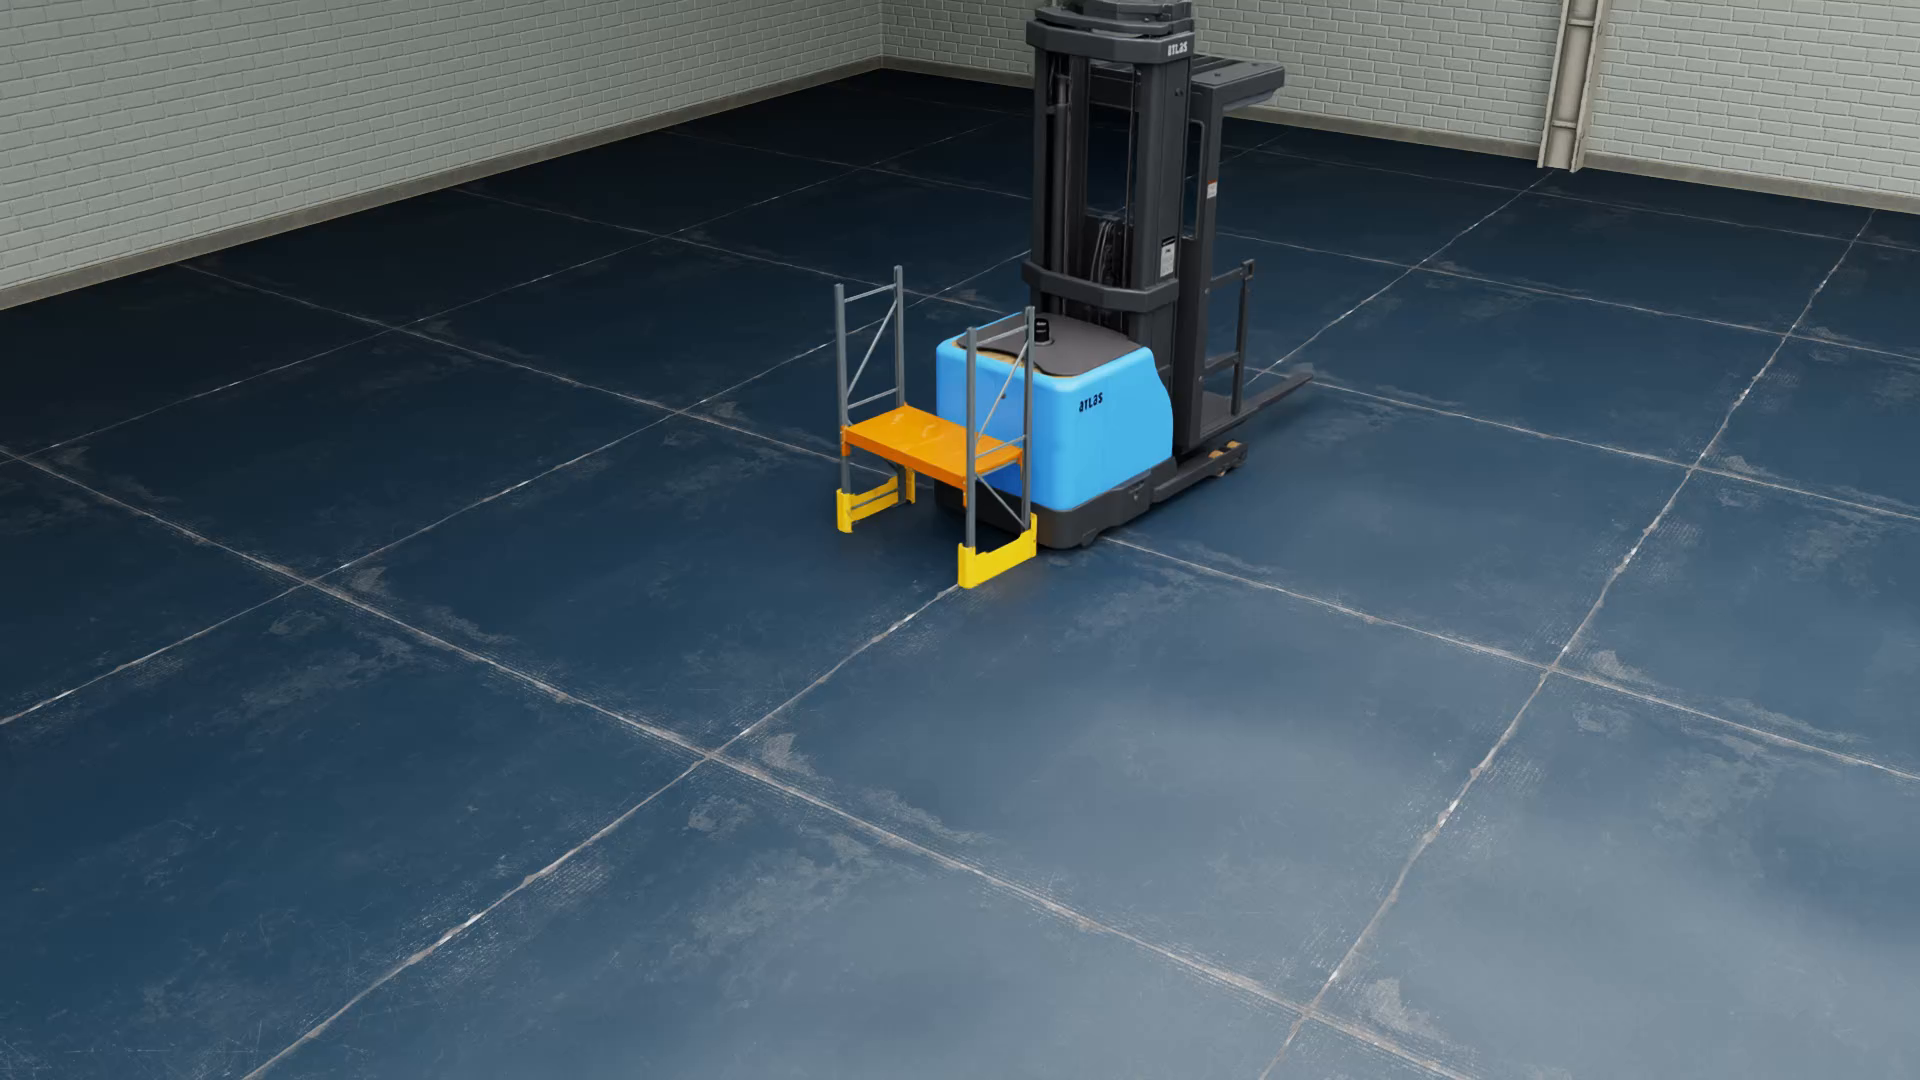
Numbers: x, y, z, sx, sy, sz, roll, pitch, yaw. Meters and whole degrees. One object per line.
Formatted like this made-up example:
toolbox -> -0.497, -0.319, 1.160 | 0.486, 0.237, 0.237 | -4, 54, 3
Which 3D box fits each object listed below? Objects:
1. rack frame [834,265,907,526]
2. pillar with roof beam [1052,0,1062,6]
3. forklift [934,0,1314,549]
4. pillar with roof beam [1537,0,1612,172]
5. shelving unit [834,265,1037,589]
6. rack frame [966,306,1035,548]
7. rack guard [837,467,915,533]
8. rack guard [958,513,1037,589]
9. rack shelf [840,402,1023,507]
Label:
rack frame -> -0.513, -0.822, 9.712 | 0.032, 1.500, 0.500 | 24, 35, 38
pillar with roof beam -> -1.087, -7.860, 15.274 | 0.400, 9.000, 9.100 | 17, 32, 30
forklift -> 1.198, -1.842, 10.137 | 1.130, 2.935, 3.031 | 22, 34, 36
pillar with roof beam -> 3.858, -6.319, 12.246 | 0.400, 9.000, 9.100 | 17, 32, 30
shelving unit -> -0.142, -0.659, 9.391 | 1.083, 1.500, 0.587 | 24, 35, 38
rack frame -> 0.216, -0.501, 9.081 | 0.032, 1.500, 0.500 | 24, 35, 38
rack guard -> -0.499, -0.259, 9.984 | 0.087, 0.250, 0.587 | 24, 35, 38
rack guard -> 0.215, 0.055, 9.365 | 0.087, 0.250, 0.587 | 24, 35, 38
rack shelf -> -0.149, -0.501, 9.478 | 1.000, 0.185, 0.538 | 24, 35, 38
